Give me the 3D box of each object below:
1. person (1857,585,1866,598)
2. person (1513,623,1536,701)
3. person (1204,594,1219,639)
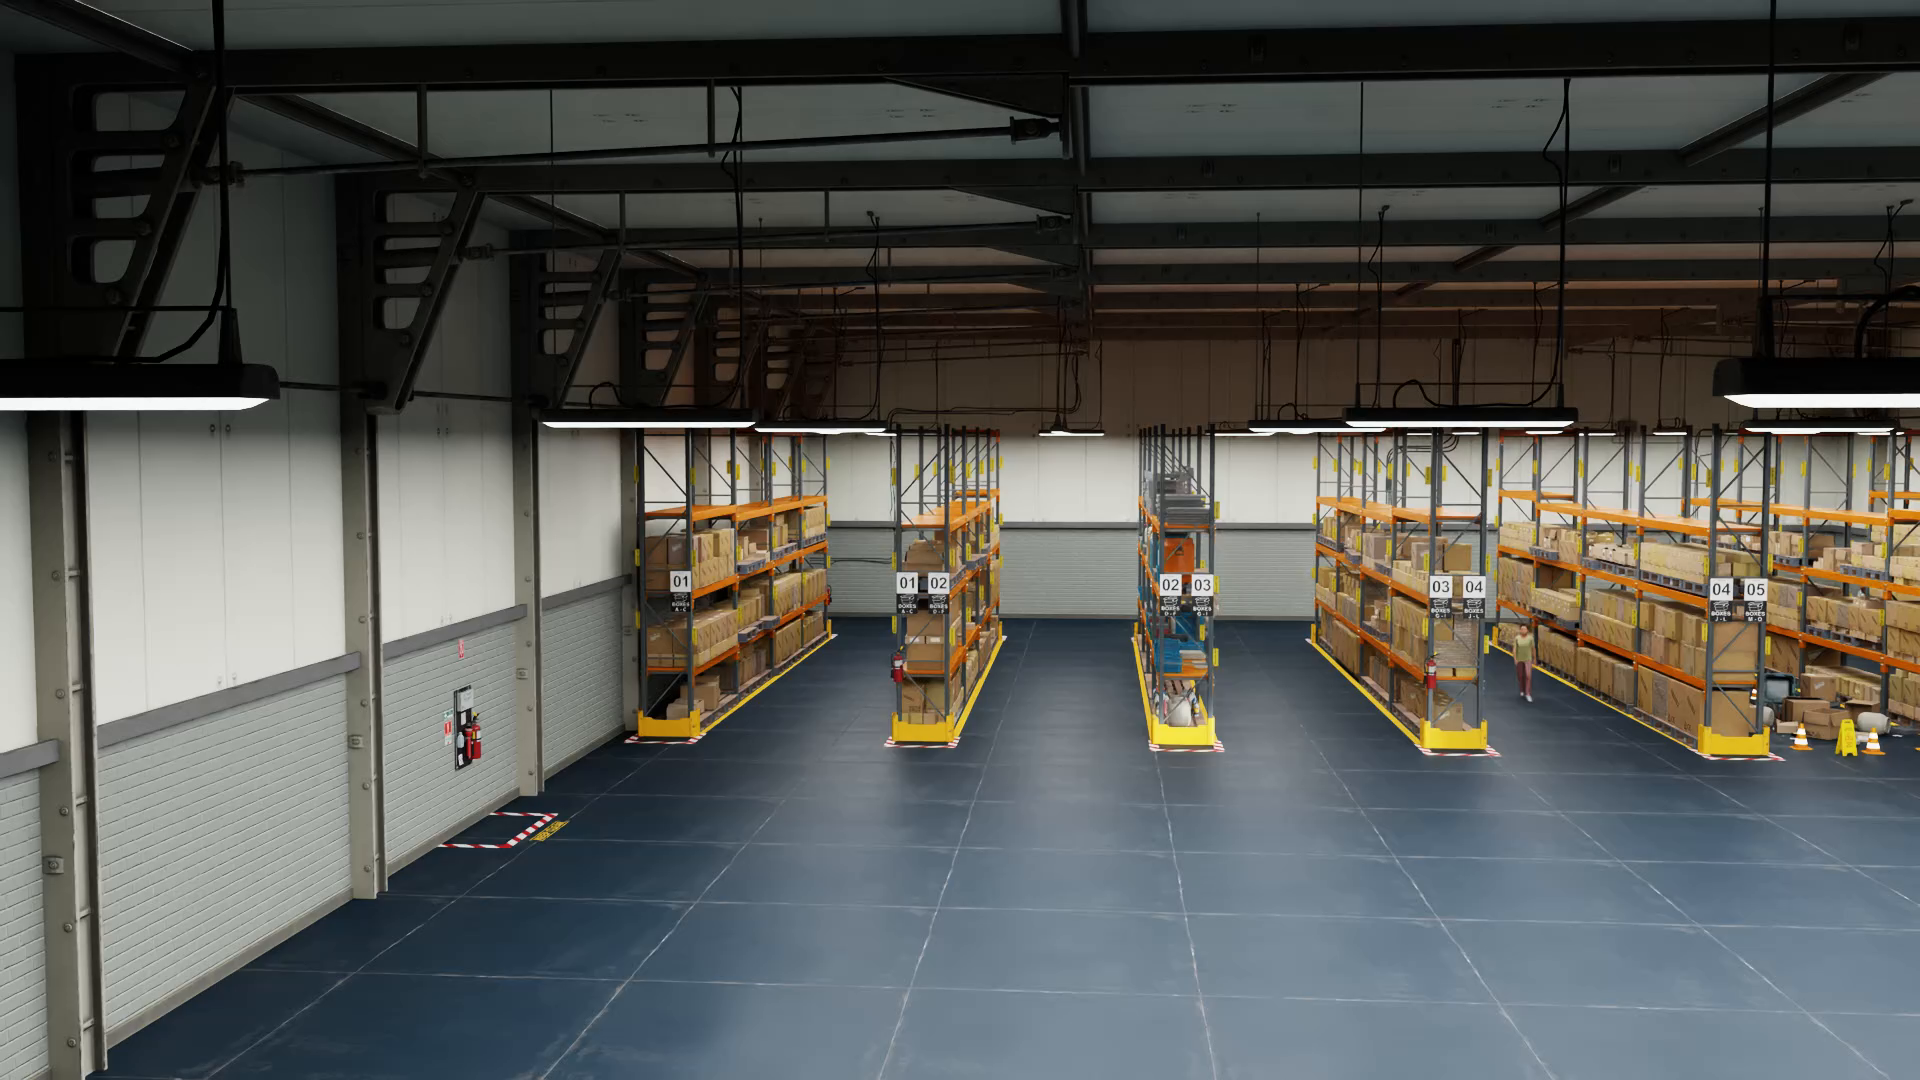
[{"bbox_3d":[25.460,1.998,46.562,0.675,1.771,0.590,0,3,3],"label":"person"},{"bbox_3d":[12.396,2.659,36.569,0.478,1.638,0.890,2,4,27],"label":"person"},{"bbox_3d":[7.095,1.938,47.410,0.594,1.793,0.478,-2,4,-29],"label":"person"}]
